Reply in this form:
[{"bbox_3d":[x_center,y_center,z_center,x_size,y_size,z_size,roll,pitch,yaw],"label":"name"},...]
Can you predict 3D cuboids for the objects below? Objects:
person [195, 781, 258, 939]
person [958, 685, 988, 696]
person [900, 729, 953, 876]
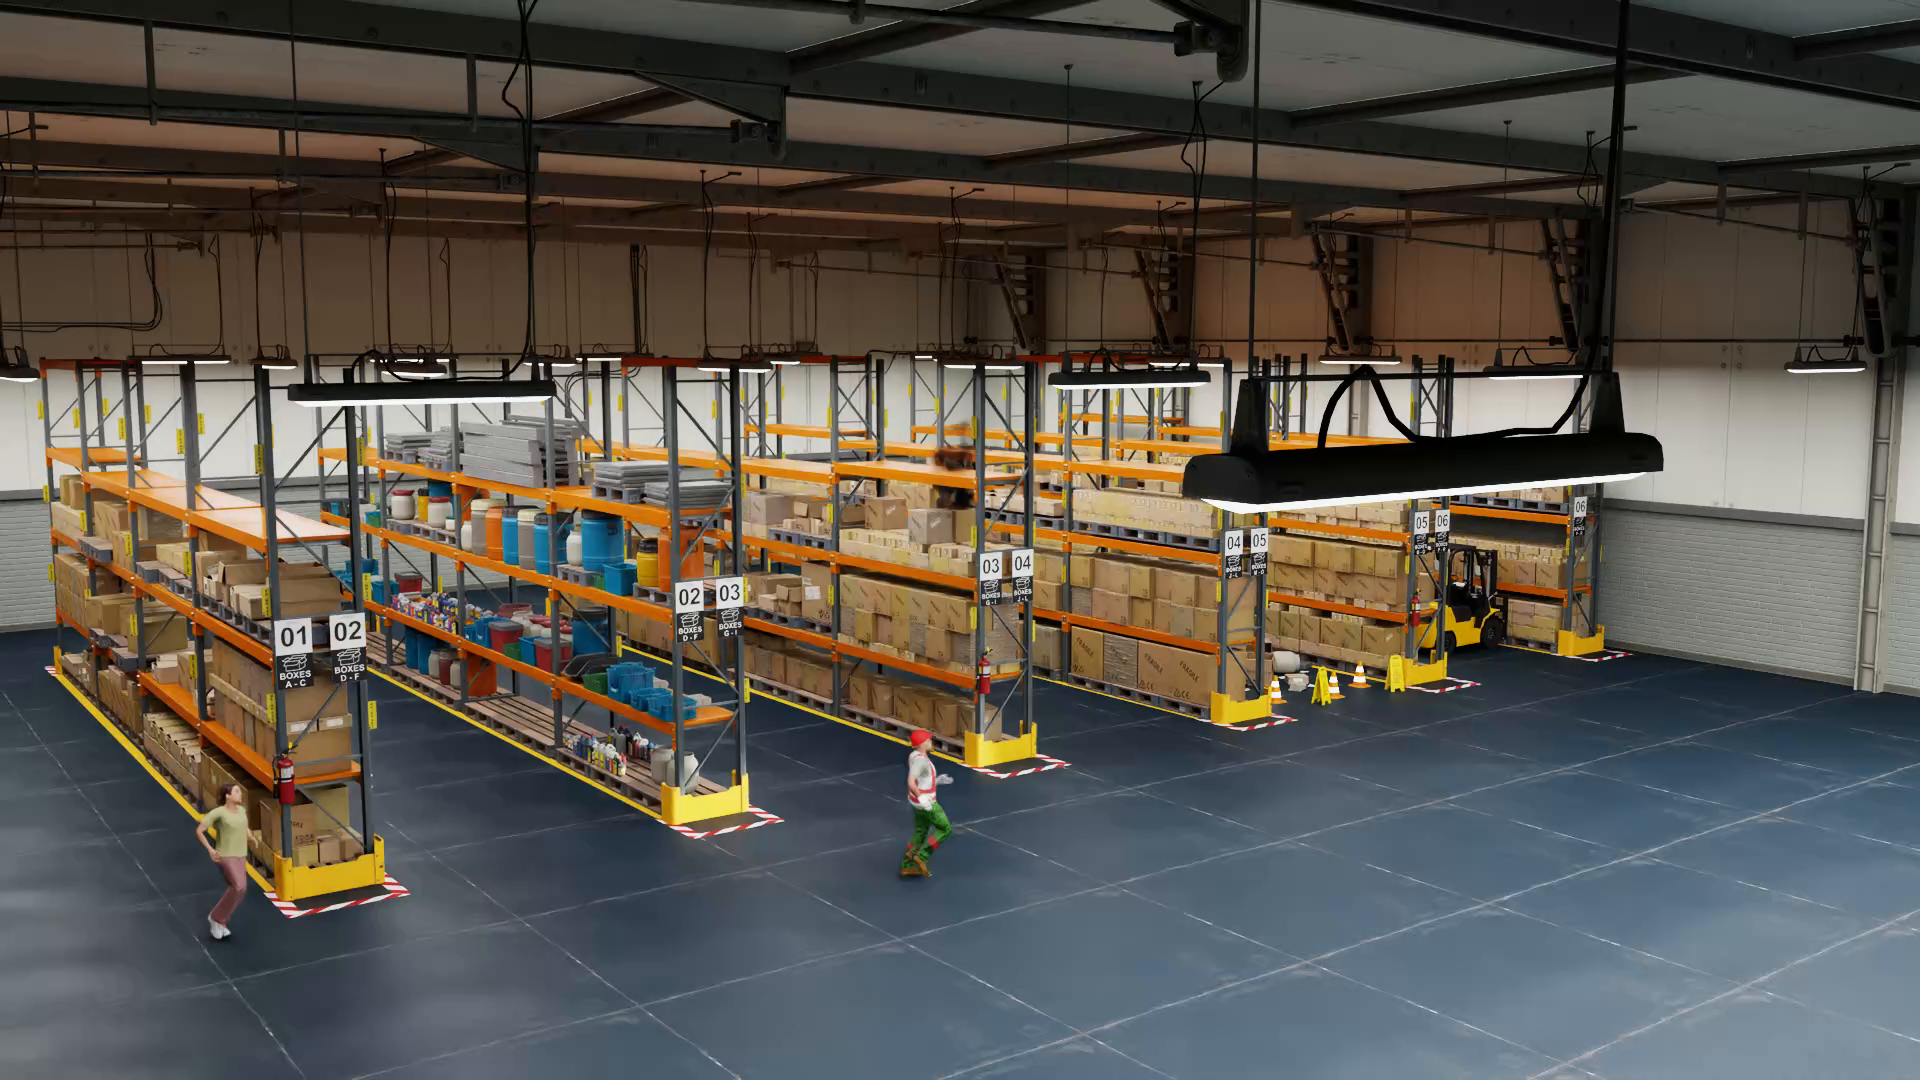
[{"bbox_3d":[-7.759,3.403,17.779,0.542,1.608,0.648,3,8,25],"label":"person"},{"bbox_3d":[0.280,1.909,29.737,0.665,1.820,0.723,-6,9,-43],"label":"person"},{"bbox_3d":[-0.379,3.090,19.617,0.653,1.744,0.655,-2,7,-15],"label":"person"}]
